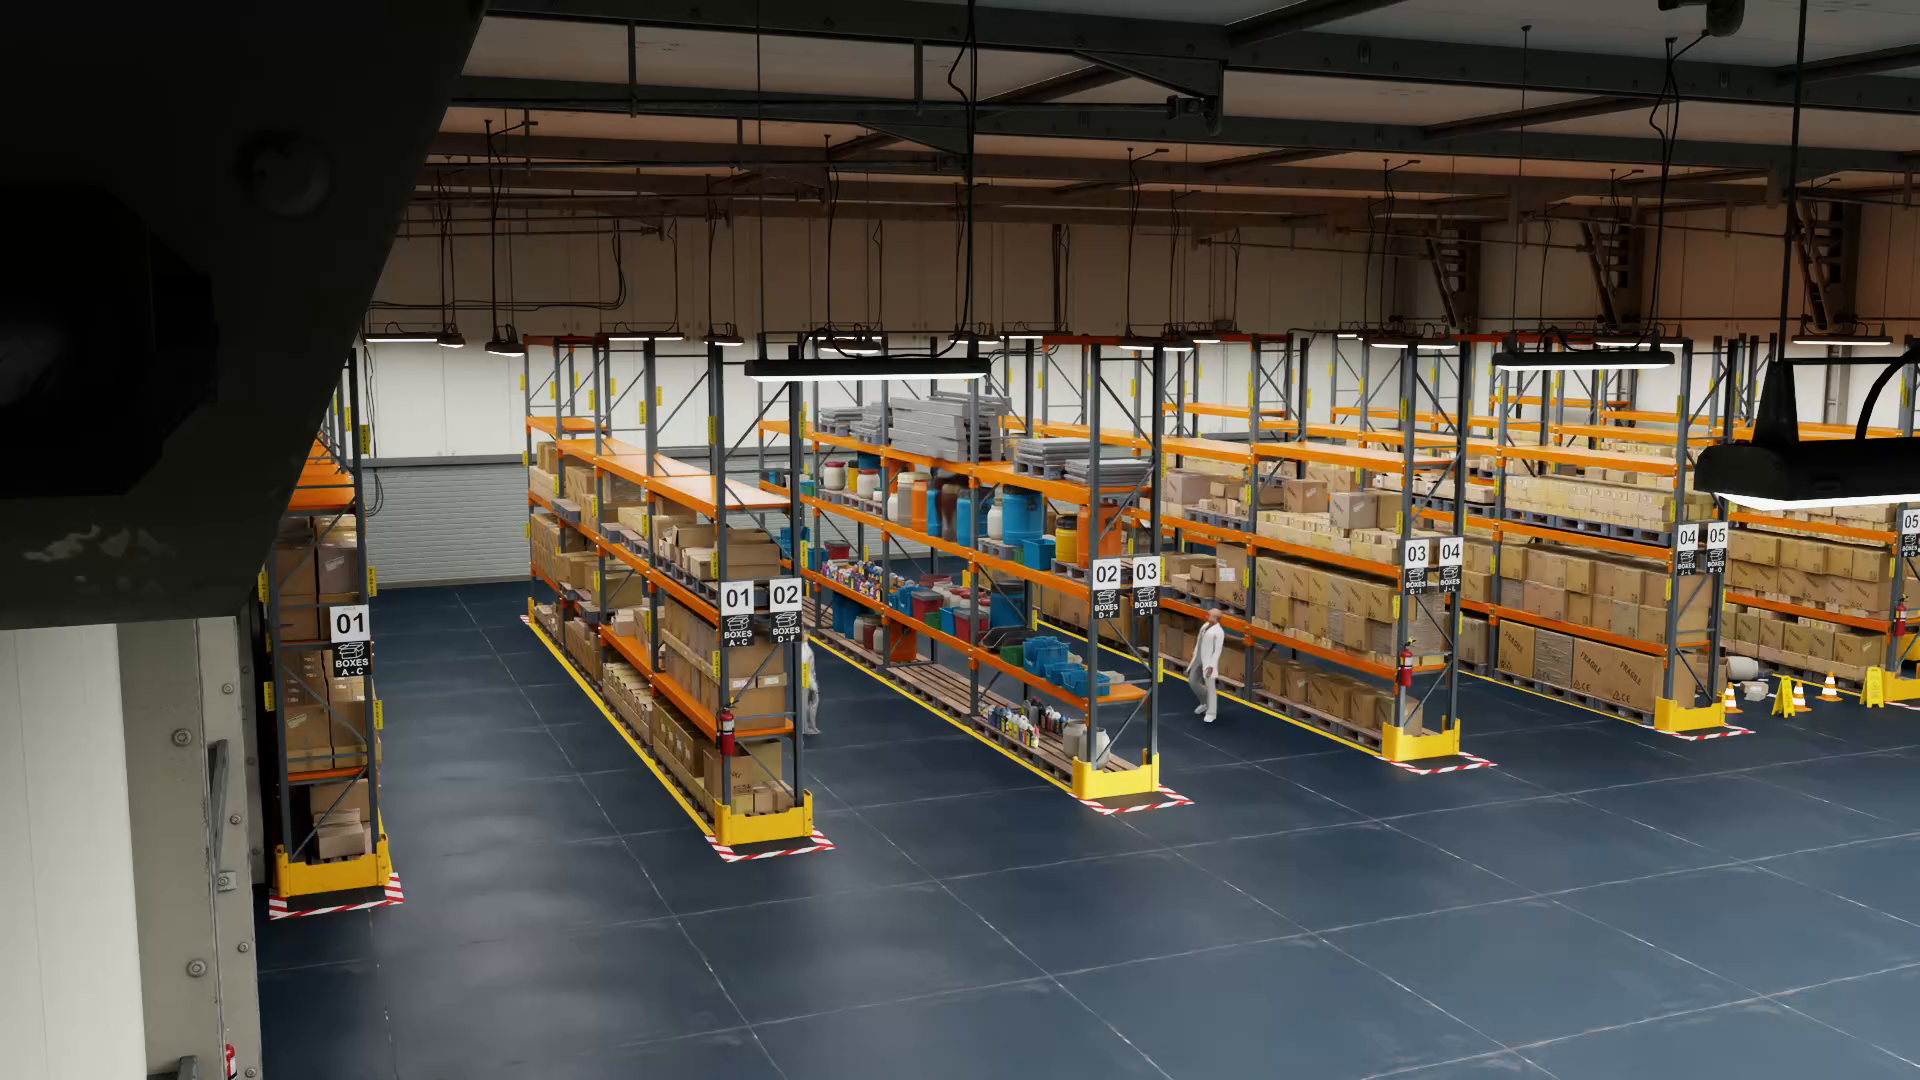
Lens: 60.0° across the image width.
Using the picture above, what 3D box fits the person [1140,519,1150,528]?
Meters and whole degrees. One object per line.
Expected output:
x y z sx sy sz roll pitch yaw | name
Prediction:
4.723 -0.249 42.812 0.545 1.756 0.571 4 8 26 | person

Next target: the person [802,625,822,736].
-2.329 2.155 25.360 0.471 1.757 0.526 2 8 17 | person

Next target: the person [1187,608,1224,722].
3.925 1.949 26.373 0.535 1.769 0.665 -5 9 -32 | person
